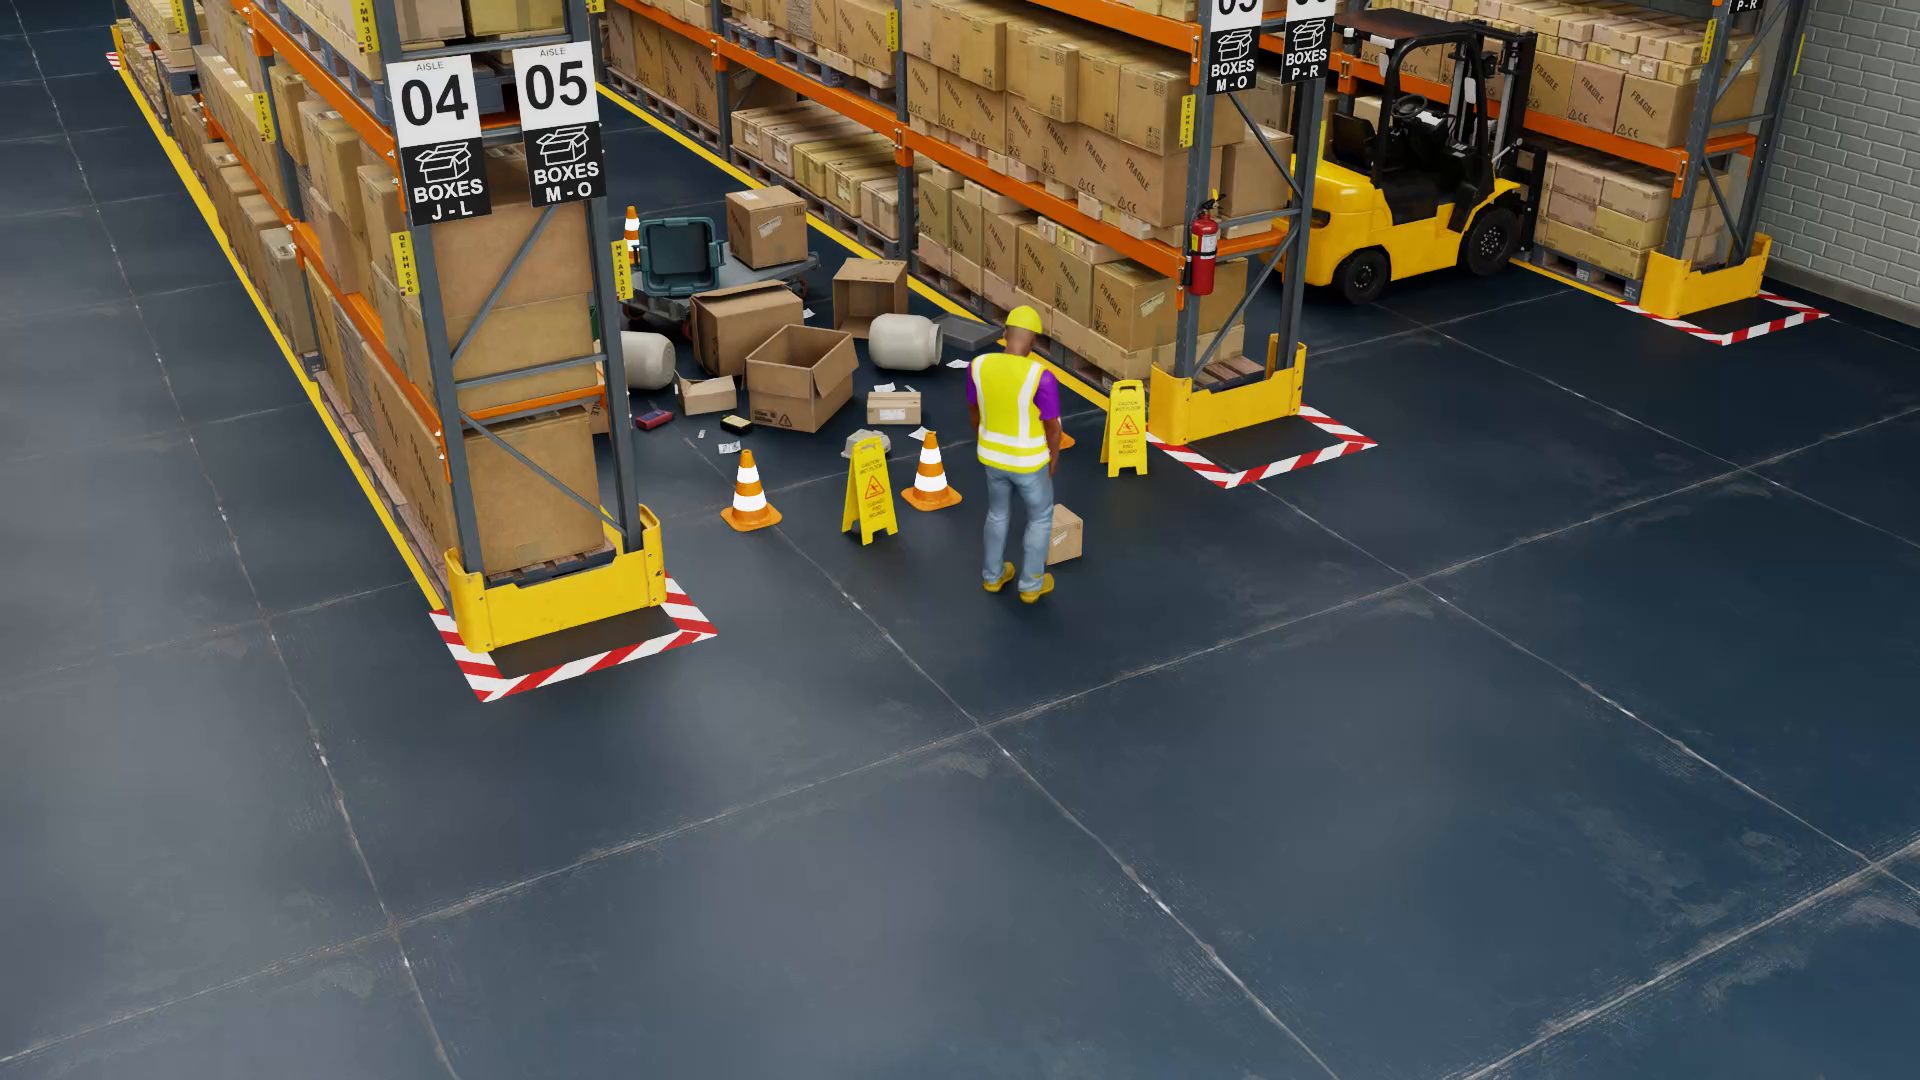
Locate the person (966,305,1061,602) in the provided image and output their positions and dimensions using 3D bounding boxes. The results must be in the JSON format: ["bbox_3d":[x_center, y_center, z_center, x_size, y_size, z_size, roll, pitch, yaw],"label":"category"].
[{"bbox_3d":[0.316,-0.489,9.466,0.584,1.733,0.422,16,33,27],"label":"person"}]
